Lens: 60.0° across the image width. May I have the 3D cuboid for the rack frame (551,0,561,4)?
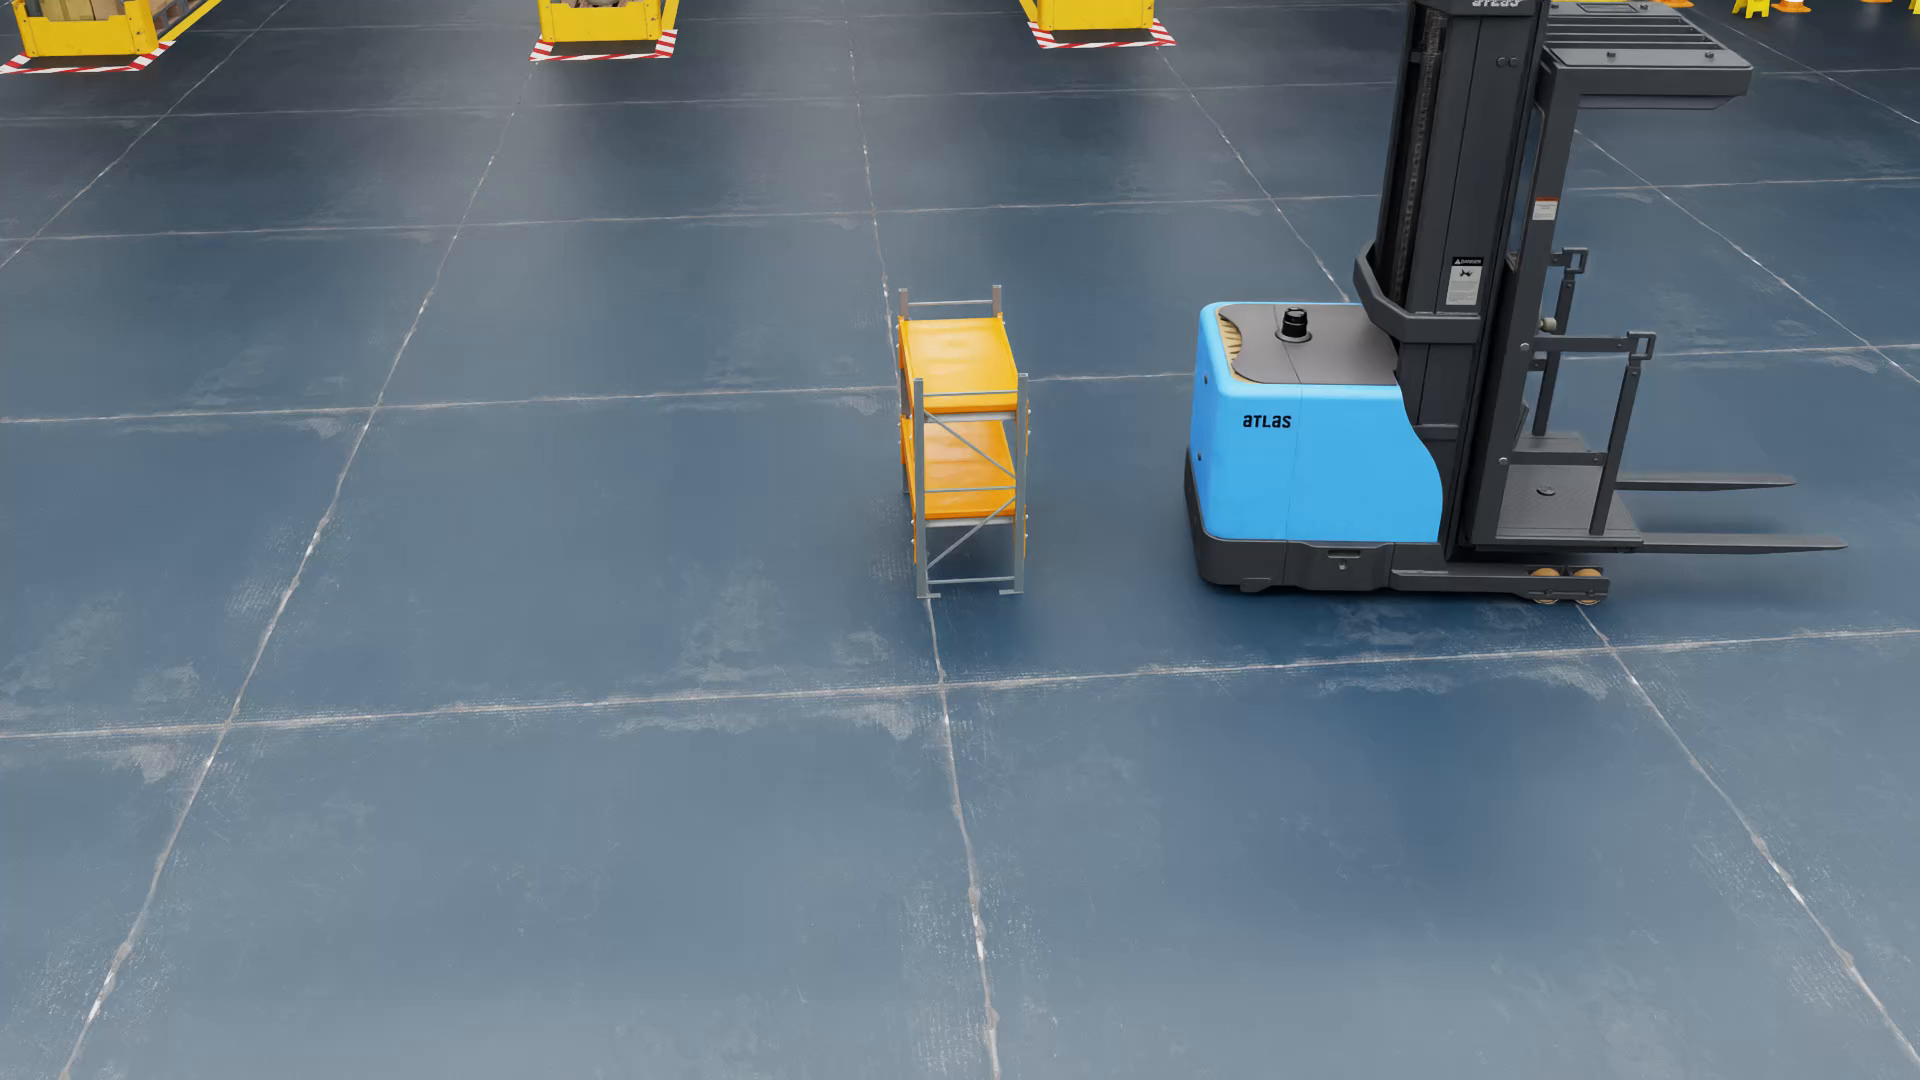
[{"bbox_3d":[-3.537,-6.314,15.896,1.000,3.000,0.127,-3,31,-5],"label":"rack frame"}]

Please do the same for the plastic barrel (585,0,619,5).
[{"bbox_3d":[-3.675,-5.759,16.982,0.421,0.512,0.421,0,31,0],"label":"plastic barrel"}]

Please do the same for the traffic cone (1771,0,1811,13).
[{"bbox_3d":[8.863,-5.868,17.623,0.336,0.463,0.334,-3,31,-5],"label":"traffic cone"}]

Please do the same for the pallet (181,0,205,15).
[{"bbox_3d":[-8.693,-5.891,17.907,1.003,0.211,1.213,-3,31,-5],"label":"pallet"}]

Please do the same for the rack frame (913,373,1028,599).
[{"bbox_3d":[0.047,-0.227,7.533,0.500,1.125,0.032,-3,31,-5],"label":"rack frame"}]

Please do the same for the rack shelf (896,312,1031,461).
[{"bbox_3d":[-0.001,-0.738,7.817,0.538,0.278,1.000,-3,31,-5],"label":"rack shelf"}]

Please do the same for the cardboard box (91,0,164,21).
[{"bbox_3d":[-8.298,-5.363,16.575,0.500,0.250,0.500,-3,31,-5],"label":"cardboard box"}]

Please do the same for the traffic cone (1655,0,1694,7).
[{"bbox_3d":[7.706,-5.987,17.823,0.336,0.463,0.334,-3,31,-5],"label":"traffic cone"}]

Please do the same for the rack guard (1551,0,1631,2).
[{"bbox_3d":[6.344,-5.652,17.225,1.175,0.500,0.348,-3,31,-5],"label":"rack guard"}]

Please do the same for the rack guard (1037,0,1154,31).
[{"bbox_3d":[1.387,-5.517,16.999,1.175,0.500,0.348,-3,31,-5],"label":"rack guard"}]

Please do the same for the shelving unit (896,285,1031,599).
[{"bbox_3d":[-0.001,-0.486,7.967,0.538,1.125,1.048,-3,31,-5],"label":"shelving unit"}]

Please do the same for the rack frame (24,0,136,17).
[{"bbox_3d":[-8.469,-6.079,15.502,1.000,3.000,0.127,-3,31,-5],"label":"rack frame"}]

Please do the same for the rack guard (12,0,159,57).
[{"bbox_3d":[-8.467,-4.993,16.122,1.175,0.500,0.348,-3,31,-5],"label":"rack guard"}]

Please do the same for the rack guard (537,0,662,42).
[{"bbox_3d":[-3.591,-5.277,16.598,1.175,0.500,0.348,-3,31,-5],"label":"rack guard"}]

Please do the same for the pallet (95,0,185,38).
[{"bbox_3d":[-8.583,-5.270,16.867,1.003,0.211,1.213,-3,31,-5],"label":"pallet"}]

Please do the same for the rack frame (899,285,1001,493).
[{"bbox_3d":[-0.048,-0.746,8.402,0.500,1.125,0.032,-3,31,-5],"label":"rack frame"}]

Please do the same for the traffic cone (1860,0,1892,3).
[{"bbox_3d":[9.936,-6.095,18.003,0.336,0.463,0.334,-3,31,-5],"label":"traffic cone"}]

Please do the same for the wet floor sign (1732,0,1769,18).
[{"bbox_3d":[8.316,-5.807,17.342,0.267,0.644,0.232,-8,32,-13],"label":"wet floor sign"}]

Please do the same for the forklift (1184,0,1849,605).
[{"bbox_3d":[2.655,-1.234,7.458,3.031,2.935,1.130,1,31,2],"label":"forklift"}]

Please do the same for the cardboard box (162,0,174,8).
[{"bbox_3d":[-8.348,-5.618,17.002,0.500,0.250,0.500,-3,31,-5],"label":"cardboard box"}]

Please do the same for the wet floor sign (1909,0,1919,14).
[{"bbox_3d":[10.213,-5.867,17.443,0.267,0.644,0.232,8,32,13],"label":"wet floor sign"}]

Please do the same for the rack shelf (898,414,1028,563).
[{"bbox_3d":[-0.001,-0.276,8.093,0.538,0.278,1.000,-3,31,-5],"label":"rack shelf"}]

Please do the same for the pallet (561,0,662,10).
[{"bbox_3d":[-3.662,-5.568,17.367,1.003,0.211,1.213,-3,31,-5],"label":"pallet"}]

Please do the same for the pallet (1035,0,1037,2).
[{"bbox_3d":[1.346,-5.809,17.770,1.003,0.211,1.213,-3,31,-5],"label":"pallet"}]

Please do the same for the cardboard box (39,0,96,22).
[{"bbox_3d":[-8.814,-5.338,16.534,0.500,0.250,0.500,-3,31,-5],"label":"cardboard box"}]
